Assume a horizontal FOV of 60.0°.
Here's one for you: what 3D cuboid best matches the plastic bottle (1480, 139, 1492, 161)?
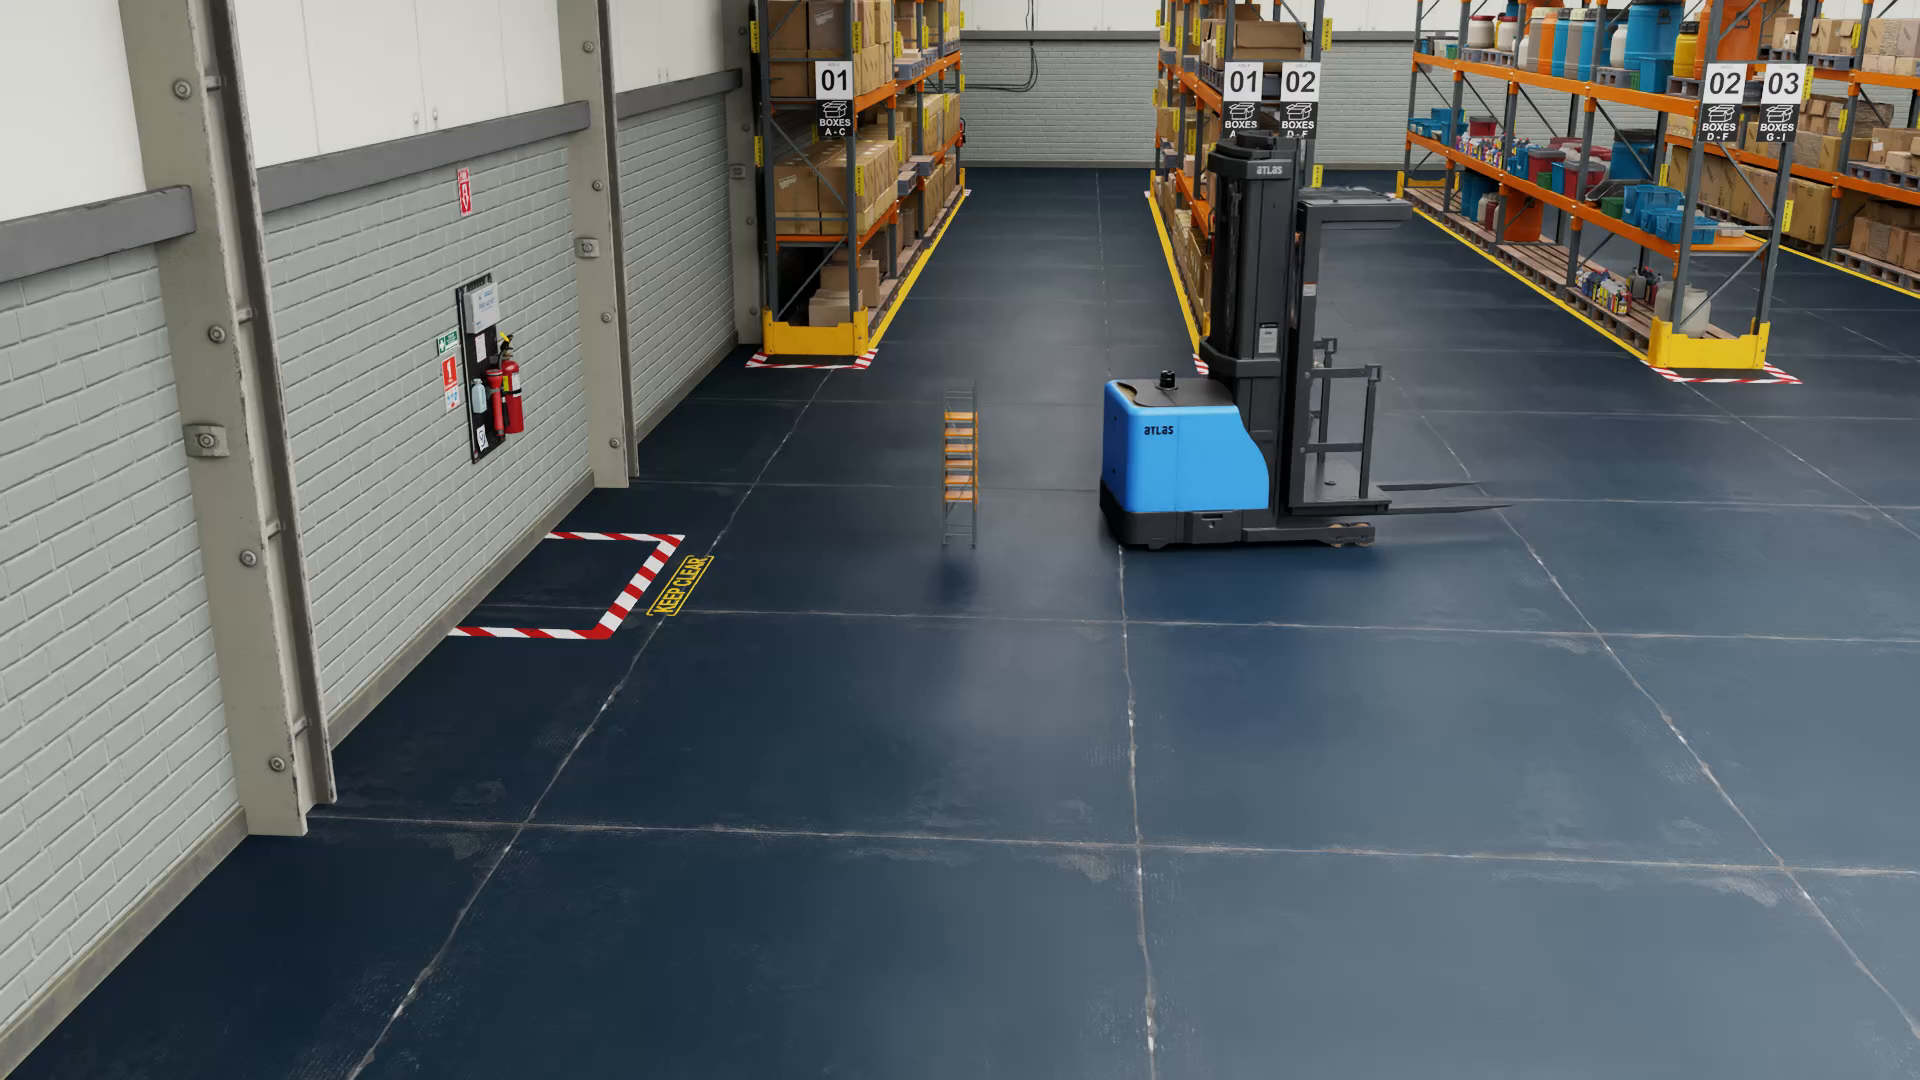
[{"bbox_3d":[8.546,-6.326,26.992,0.144,0.351,0.185,1,18,4],"label":"plastic bottle"}]

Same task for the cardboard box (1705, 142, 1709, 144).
[{"bbox_3d":[13.822,-7.325,30.363,0.380,0.149,0.250,1,18,3],"label":"cardboard box"}]

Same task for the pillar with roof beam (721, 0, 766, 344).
[{"bbox_3d":[1.834,-6.539,17.927,9.100,9.000,0.400,1,18,4],"label":"pillar with roof beam"}]

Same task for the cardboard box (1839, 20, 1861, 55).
[{"bbox_3d":[13.720,-7.566,25.037,0.797,0.503,0.637,2,18,7],"label":"cardboard box"}]

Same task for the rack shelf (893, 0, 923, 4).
[{"bbox_3d":[-1.217,-7.730,23.359,1.077,0.370,4.000,1,18,4],"label":"rack shelf"}]

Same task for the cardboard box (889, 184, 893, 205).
[{"bbox_3d":[-1.136,-4.420,21.303,0.500,0.250,0.500,1,18,4],"label":"cardboard box"}]

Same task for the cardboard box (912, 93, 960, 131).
[{"bbox_3d":[-0.527,-8.501,33.067,0.980,0.700,0.700,2,18,6],"label":"cardboard box"}]

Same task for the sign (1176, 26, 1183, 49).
[{"bbox_3d":[3.326,-7.607,25.172,0.100,0.325,0.005,1,18,4],"label":"sign"}]

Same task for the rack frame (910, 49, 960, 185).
[{"bbox_3d":[-0.500,-8.517,33.598,1.000,3.000,0.127,1,18,4],"label":"rack frame"}]

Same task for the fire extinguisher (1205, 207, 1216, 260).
[{"bbox_3d":[2.822,-3.375,18.030,0.296,0.674,0.183,1,18,4],"label":"fire extinguisher"}]

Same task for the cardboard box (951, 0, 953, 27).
[{"bbox_3d":[-0.396,-9.761,30.778,0.500,0.500,0.500,1,18,4],"label":"cardboard box"}]

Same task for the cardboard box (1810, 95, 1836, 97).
[{"bbox_3d":[13.936,-7.056,27.367,0.797,0.503,0.637,1,18,5],"label":"cardboard box"}]

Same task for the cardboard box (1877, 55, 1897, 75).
[{"bbox_3d":[13.423,-6.755,23.644,0.500,0.250,0.500,2,18,5],"label":"cardboard box"}]

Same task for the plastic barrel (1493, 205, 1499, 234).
[{"bbox_3d":[8.777,-5.158,26.668,0.421,0.512,0.421,0,18,0],"label":"plastic barrel"}]

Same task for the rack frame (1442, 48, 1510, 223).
[{"bbox_3d":[9.094,-7.053,29.131,1.000,3.000,0.127,1,18,4],"label":"rack frame"}]

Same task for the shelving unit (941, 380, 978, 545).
[{"bbox_3d":[-0.001,-0.566,12.222,0.258,1.200,0.189,1,18,4],"label":"shelving unit"}]

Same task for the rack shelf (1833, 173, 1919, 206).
[{"bbox_3d":[13.605,-4.737,23.219,1.077,0.370,4.000,1,18,4],"label":"rack shelf"}]

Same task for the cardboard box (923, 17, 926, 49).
[{"bbox_3d":[-0.935,-8.511,27.897,0.700,0.500,0.500,1,18,3],"label":"cardboard box"}]

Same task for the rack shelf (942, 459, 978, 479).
[{"bbox_3d":[-0.001,-0.523,12.236,0.258,0.103,0.180,1,18,4],"label":"rack shelf"}]

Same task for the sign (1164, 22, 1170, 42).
[{"bbox_3d":[3.612,-8.846,28.955,0.100,0.325,0.005,1,18,4],"label":"sign"}]

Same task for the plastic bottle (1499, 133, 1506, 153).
[{"bbox_3d":[9.198,-6.683,28.080,0.144,0.351,0.185,1,18,4],"label":"plastic bottle"}]

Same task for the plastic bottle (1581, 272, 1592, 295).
[{"bbox_3d":[8.065,-3.293,21.324,0.152,0.276,0.135,2,18,6],"label":"plastic bottle"}]

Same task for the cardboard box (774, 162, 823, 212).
[{"bbox_3d":[-1.826,-3.993,18.797,0.500,0.500,0.500,1,18,3],"label":"cardboard box"}]

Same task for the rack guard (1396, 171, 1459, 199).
[{"bbox_3d":[9.370,-7.116,33.336,1.175,0.500,0.348,1,18,4],"label":"rack guard"}]

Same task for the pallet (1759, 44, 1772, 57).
[{"bbox_3d":[14.104,-8.580,29.115,1.003,0.211,1.213,1,18,4],"label":"pallet"}]

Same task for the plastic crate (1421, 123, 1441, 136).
[{"bbox_3d":[8.941,-7.766,31.480,0.416,0.233,0.300,1,18,4],"label":"plastic crate"}]

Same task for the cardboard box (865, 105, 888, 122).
[{"bbox_3d":[-1.300,-6.734,26.281,0.500,0.250,0.500,2,18,5],"label":"cardboard box"}]

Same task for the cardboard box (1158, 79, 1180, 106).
[{"bbox_3d":[4.146,-8.798,32.690,0.500,0.500,0.500,2,18,6],"label":"cardboard box"}]

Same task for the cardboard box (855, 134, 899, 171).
[{"bbox_3d":[-1.243,-5.377,23.149,0.700,0.500,0.500,3,18,10],"label":"cardboard box"}]

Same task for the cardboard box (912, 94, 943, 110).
[{"bbox_3d":[-0.565,-7.678,29.164,0.500,0.250,0.500,2,18,5],"label":"cardboard box"}]

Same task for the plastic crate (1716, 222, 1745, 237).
[{"bbox_3d":[8.619,-3.472,18.625,0.298,0.136,0.250,1,18,4],"label":"plastic crate"}]

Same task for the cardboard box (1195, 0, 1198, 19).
[{"bbox_3d":[3.942,-8.165,25.939,0.500,0.500,0.500,1,18,4],"label":"cardboard box"}]

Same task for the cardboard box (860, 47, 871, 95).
[{"bbox_3d":[-1.300,-5.294,18.753,0.500,0.500,0.500,2,18,8],"label":"cardboard box"}]

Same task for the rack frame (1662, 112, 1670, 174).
[{"bbox_3d":[14.321,-8.185,32.585,1.000,3.000,0.127,1,18,4],"label":"rack frame"}]

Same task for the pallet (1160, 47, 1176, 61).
[{"bbox_3d":[4.037,-8.300,28.421,1.213,0.211,1.003,1,18,4],"label":"pallet"}]

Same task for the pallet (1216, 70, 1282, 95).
[{"bbox_3d":[3.370,-5.041,18.313,1.003,0.211,1.213,1,18,4],"label":"pallet"}]

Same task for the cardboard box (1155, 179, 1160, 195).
[{"bbox_3d":[4.047,-6.837,32.180,0.500,0.250,0.500,1,18,4],"label":"cardboard box"}]

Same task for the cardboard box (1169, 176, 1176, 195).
[{"bbox_3d":[3.769,-5.931,27.811,0.500,0.250,0.500,1,18,3],"label":"cardboard box"}]

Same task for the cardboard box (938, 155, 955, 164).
[{"bbox_3d":[-0.296,-7.494,32.774,0.380,0.149,0.250,2,18,5],"label":"cardboard box"}]

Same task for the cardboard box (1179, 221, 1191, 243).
[{"bbox_3d":[3.433,-4.445,24.011,0.500,0.311,0.500,1,18,3],"label":"cardboard box"}]

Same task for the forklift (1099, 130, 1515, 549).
[{"bbox_3d":[2.641,-1.502,12.299,3.031,2.935,1.130,-2,18,-6],"label":"forklift"}]

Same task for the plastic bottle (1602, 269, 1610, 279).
[{"bbox_3d":[8.193,-3.274,21.146,0.144,0.351,0.185,1,18,4],"label":"plastic bottle"}]

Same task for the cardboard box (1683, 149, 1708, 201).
[{"bbox_3d":[14.290,-6.892,31.376,0.875,0.875,0.875,1,18,4],"label":"cardboard box"}]

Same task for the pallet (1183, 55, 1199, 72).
[{"bbox_3d":[3.908,-7.046,24.594,1.213,0.211,1.003,2,18,6],"label":"pallet"}]

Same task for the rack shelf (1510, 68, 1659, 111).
[{"bbox_3d":[8.664,-6.273,23.089,1.077,0.370,4.000,1,18,4],"label":"rack shelf"}]

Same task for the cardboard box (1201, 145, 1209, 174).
[{"bbox_3d":[3.763,-5.449,24.074,0.500,0.500,0.500,0,18,1],"label":"cardboard box"}]

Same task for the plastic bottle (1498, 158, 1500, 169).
[{"bbox_3d":[8.438,-5.887,25.892,0.097,0.201,0.097,0,18,0],"label":"plastic bottle"}]

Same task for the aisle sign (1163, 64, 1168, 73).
[{"bbox_3d":[4.153,-9.670,32.944,0.394,0.787,0.004,1,18,4],"label":"aisle sign"}]

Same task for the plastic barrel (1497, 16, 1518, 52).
[{"bbox_3d":[8.785,-8.055,26.477,0.433,0.535,0.433,0,18,0],"label":"plastic barrel"}]

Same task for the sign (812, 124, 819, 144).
[{"bbox_3d":[-1.914,-5.351,22.078,0.100,0.325,0.005,1,18,4],"label":"sign"}]

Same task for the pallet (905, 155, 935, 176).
[{"bbox_3d":[-1.019,-5.717,25.362,1.213,0.211,1.003,1,18,4],"label":"pallet"}]

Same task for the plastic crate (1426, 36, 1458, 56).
[{"bbox_3d":[8.998,-9.223,31.036,0.504,0.338,0.767,1,18,4],"label":"plastic crate"}]

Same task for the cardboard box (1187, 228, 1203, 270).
[{"bbox_3d":[3.235,-3.793,21.717,0.500,0.500,0.500,1,18,4],"label":"cardboard box"}]

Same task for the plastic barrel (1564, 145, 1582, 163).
[{"bbox_3d":[8.917,-5.409,23.934,0.421,0.512,0.421,0,18,0],"label":"plastic barrel"}]

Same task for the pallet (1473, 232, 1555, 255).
[{"bbox_3d":[8.823,-4.732,26.524,1.003,0.211,1.213,1,18,4],"label":"pallet"}]
